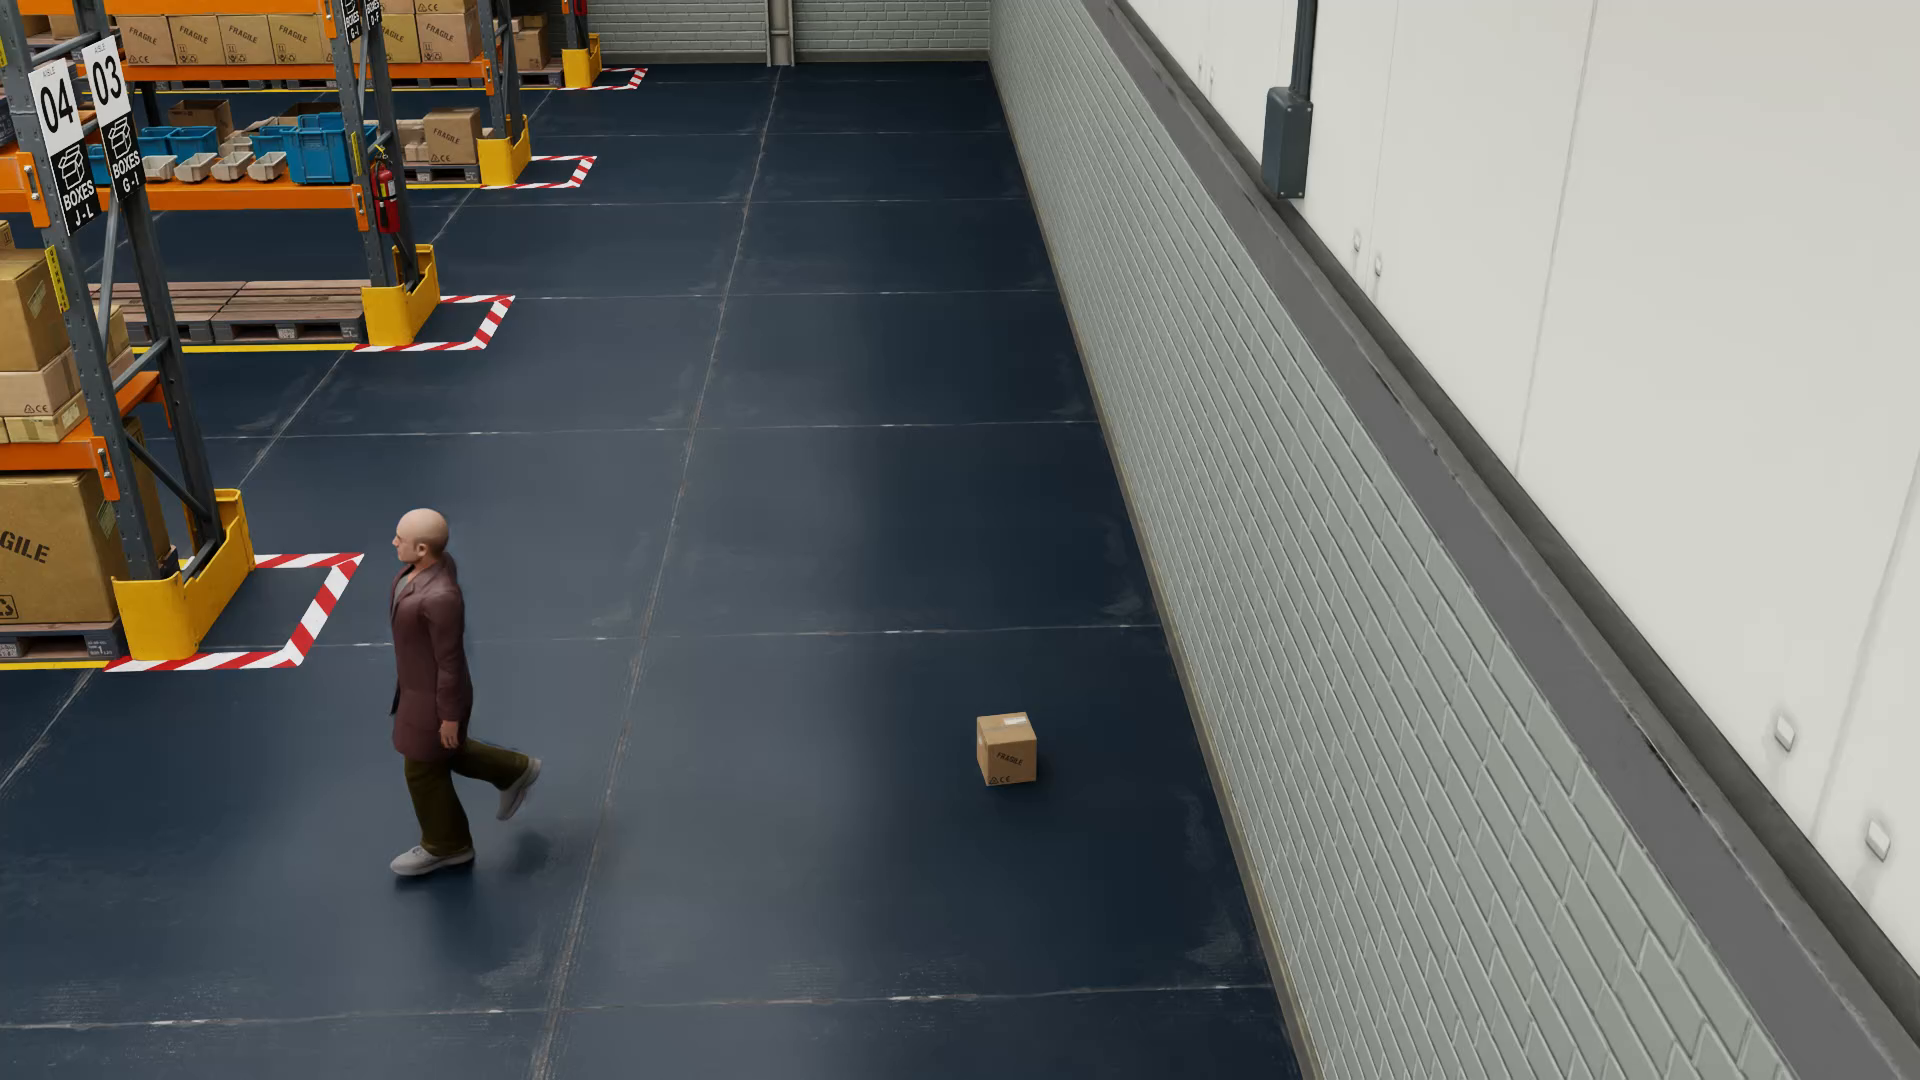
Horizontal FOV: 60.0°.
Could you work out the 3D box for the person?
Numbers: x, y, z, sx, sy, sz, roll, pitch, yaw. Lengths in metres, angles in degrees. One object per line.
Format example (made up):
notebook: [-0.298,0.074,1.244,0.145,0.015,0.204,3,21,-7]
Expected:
person: [-2.265,0.692,7.355,0.735,1.661,0.577,-10,29,-18]
